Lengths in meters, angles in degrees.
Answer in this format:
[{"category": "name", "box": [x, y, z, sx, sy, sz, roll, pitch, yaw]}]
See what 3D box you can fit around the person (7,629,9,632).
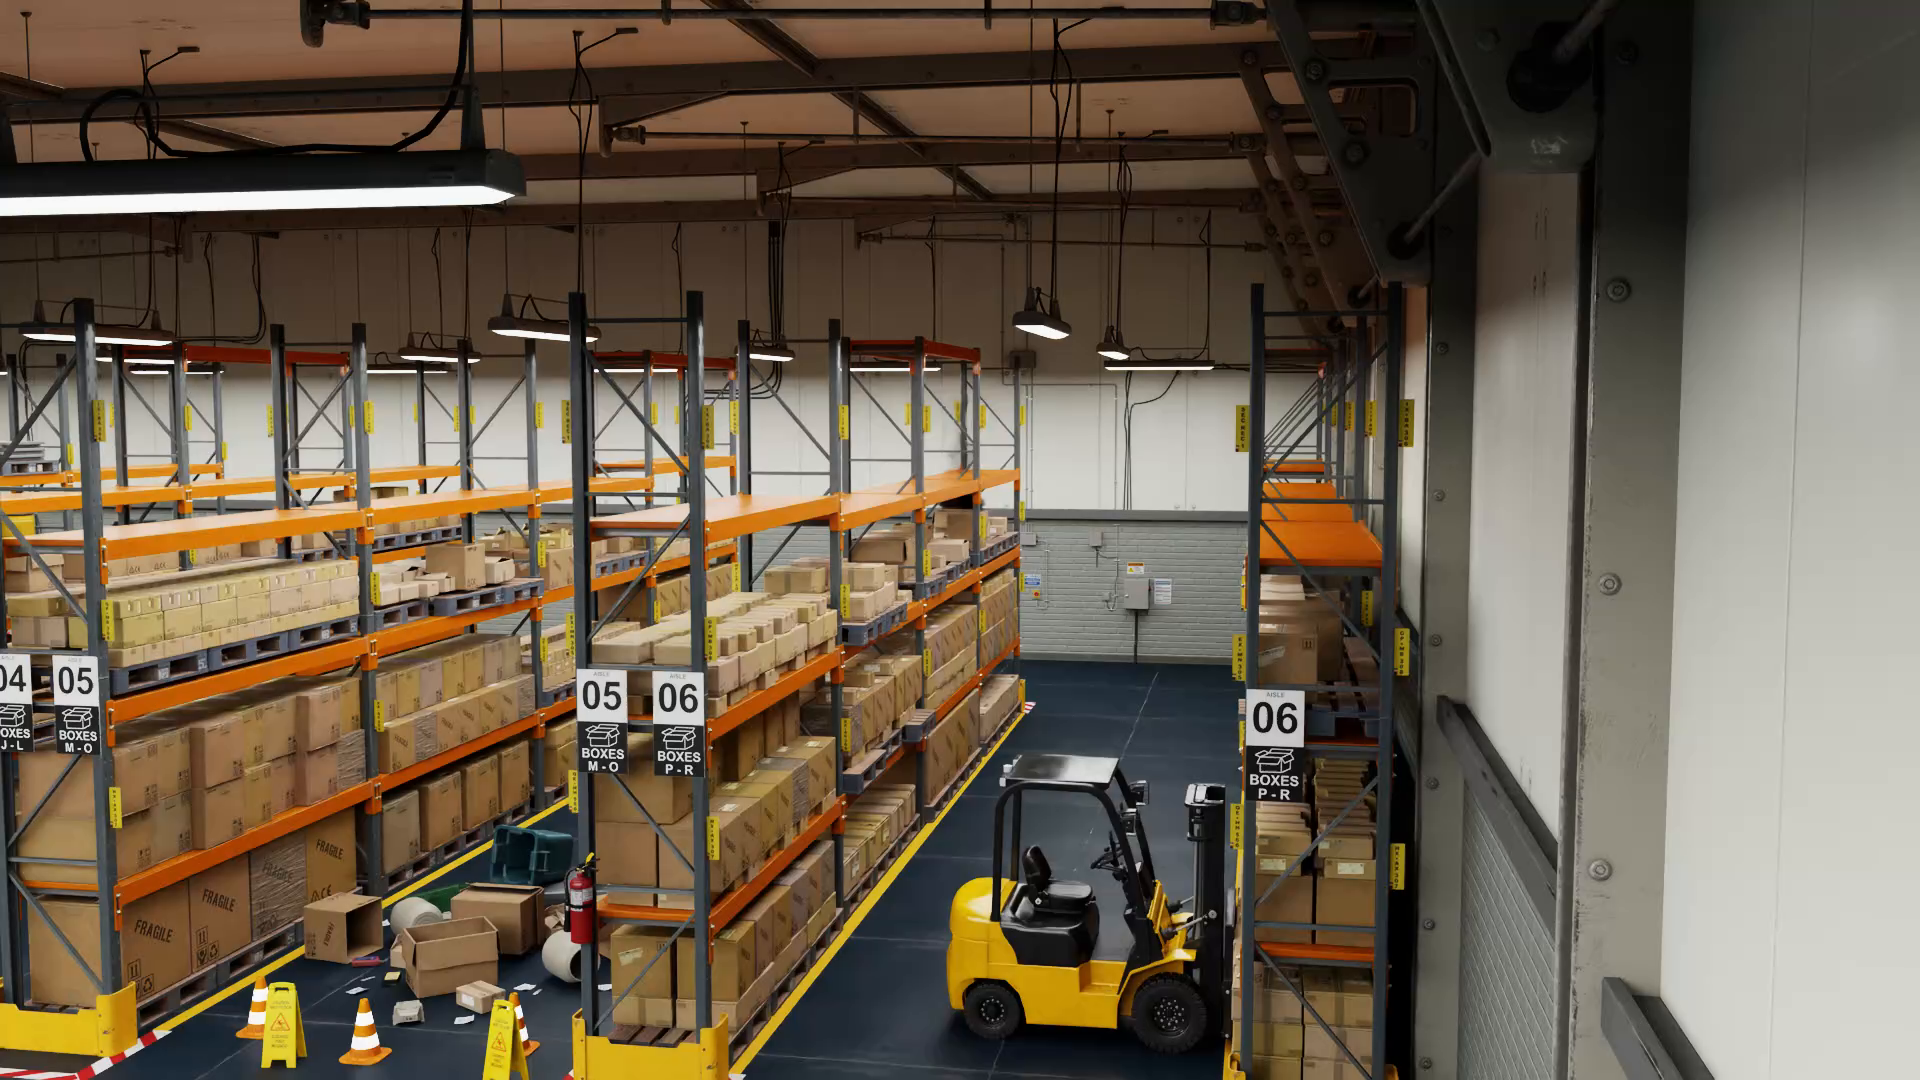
[{"category": "person", "box": [-16.245, 1.946, 28.771, 0.629, 1.804, 0.907, 0, 5, 4]}]
